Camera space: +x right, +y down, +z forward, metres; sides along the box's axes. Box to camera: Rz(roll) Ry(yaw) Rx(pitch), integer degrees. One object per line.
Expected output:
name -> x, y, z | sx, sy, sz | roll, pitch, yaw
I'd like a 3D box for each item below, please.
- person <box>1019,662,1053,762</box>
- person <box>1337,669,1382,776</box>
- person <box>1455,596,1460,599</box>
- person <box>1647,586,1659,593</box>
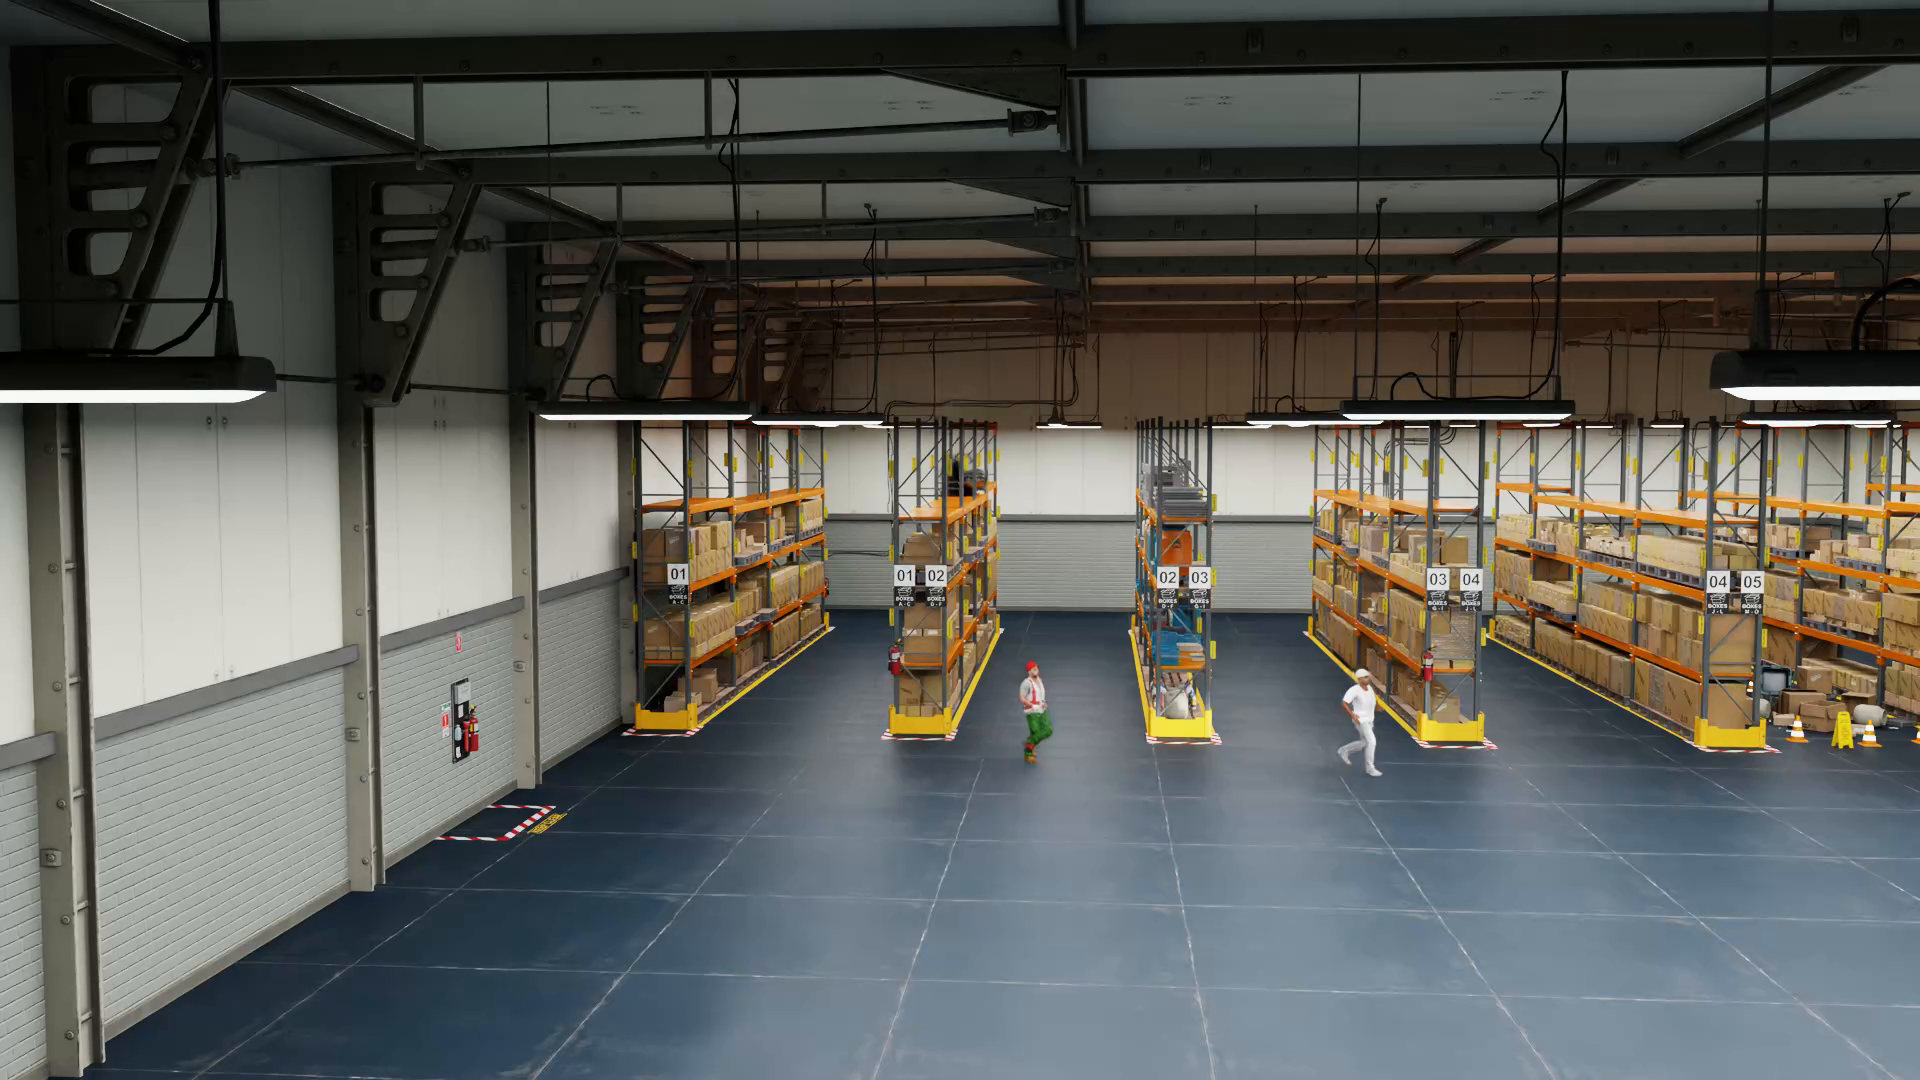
person -> 1.331, 2.972, 28.757 | 0.517, 1.742, 0.669 | 3, 5, 39
person -> 6.724, 3.031, 27.881 | 0.837, 1.765, 0.690 | 3, 5, 42
person -> 13.375, 2.005, 44.341 | 0.704, 1.713, 0.955 | 0, 4, 2
person -> 19.788, 1.805, 47.240 | 0.759, 1.722, 0.623 | 1, 4, 14
